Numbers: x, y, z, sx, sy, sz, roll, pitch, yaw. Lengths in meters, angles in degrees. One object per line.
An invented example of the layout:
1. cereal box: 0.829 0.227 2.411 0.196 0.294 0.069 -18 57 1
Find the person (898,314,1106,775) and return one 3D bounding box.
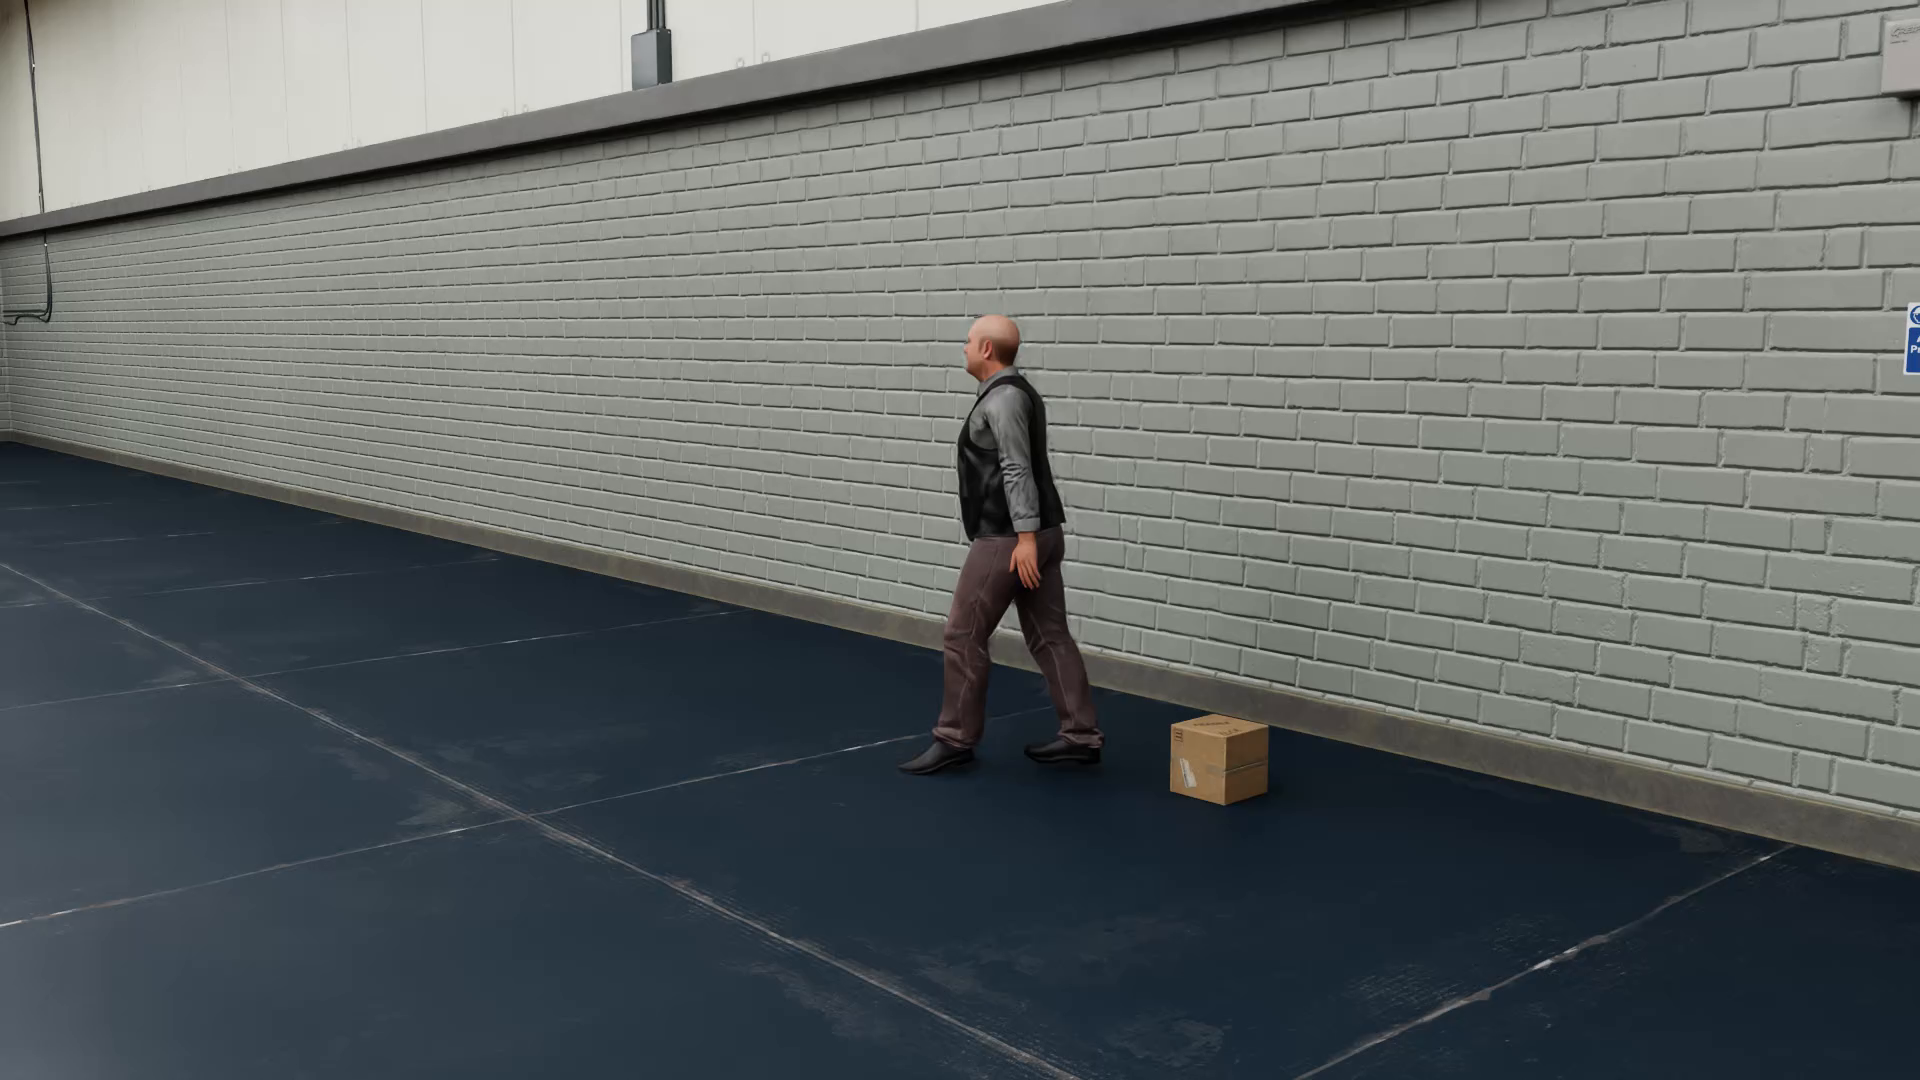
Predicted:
1. person: 0.189 0.022 6.269 0.760 1.730 0.563 2 8 19
